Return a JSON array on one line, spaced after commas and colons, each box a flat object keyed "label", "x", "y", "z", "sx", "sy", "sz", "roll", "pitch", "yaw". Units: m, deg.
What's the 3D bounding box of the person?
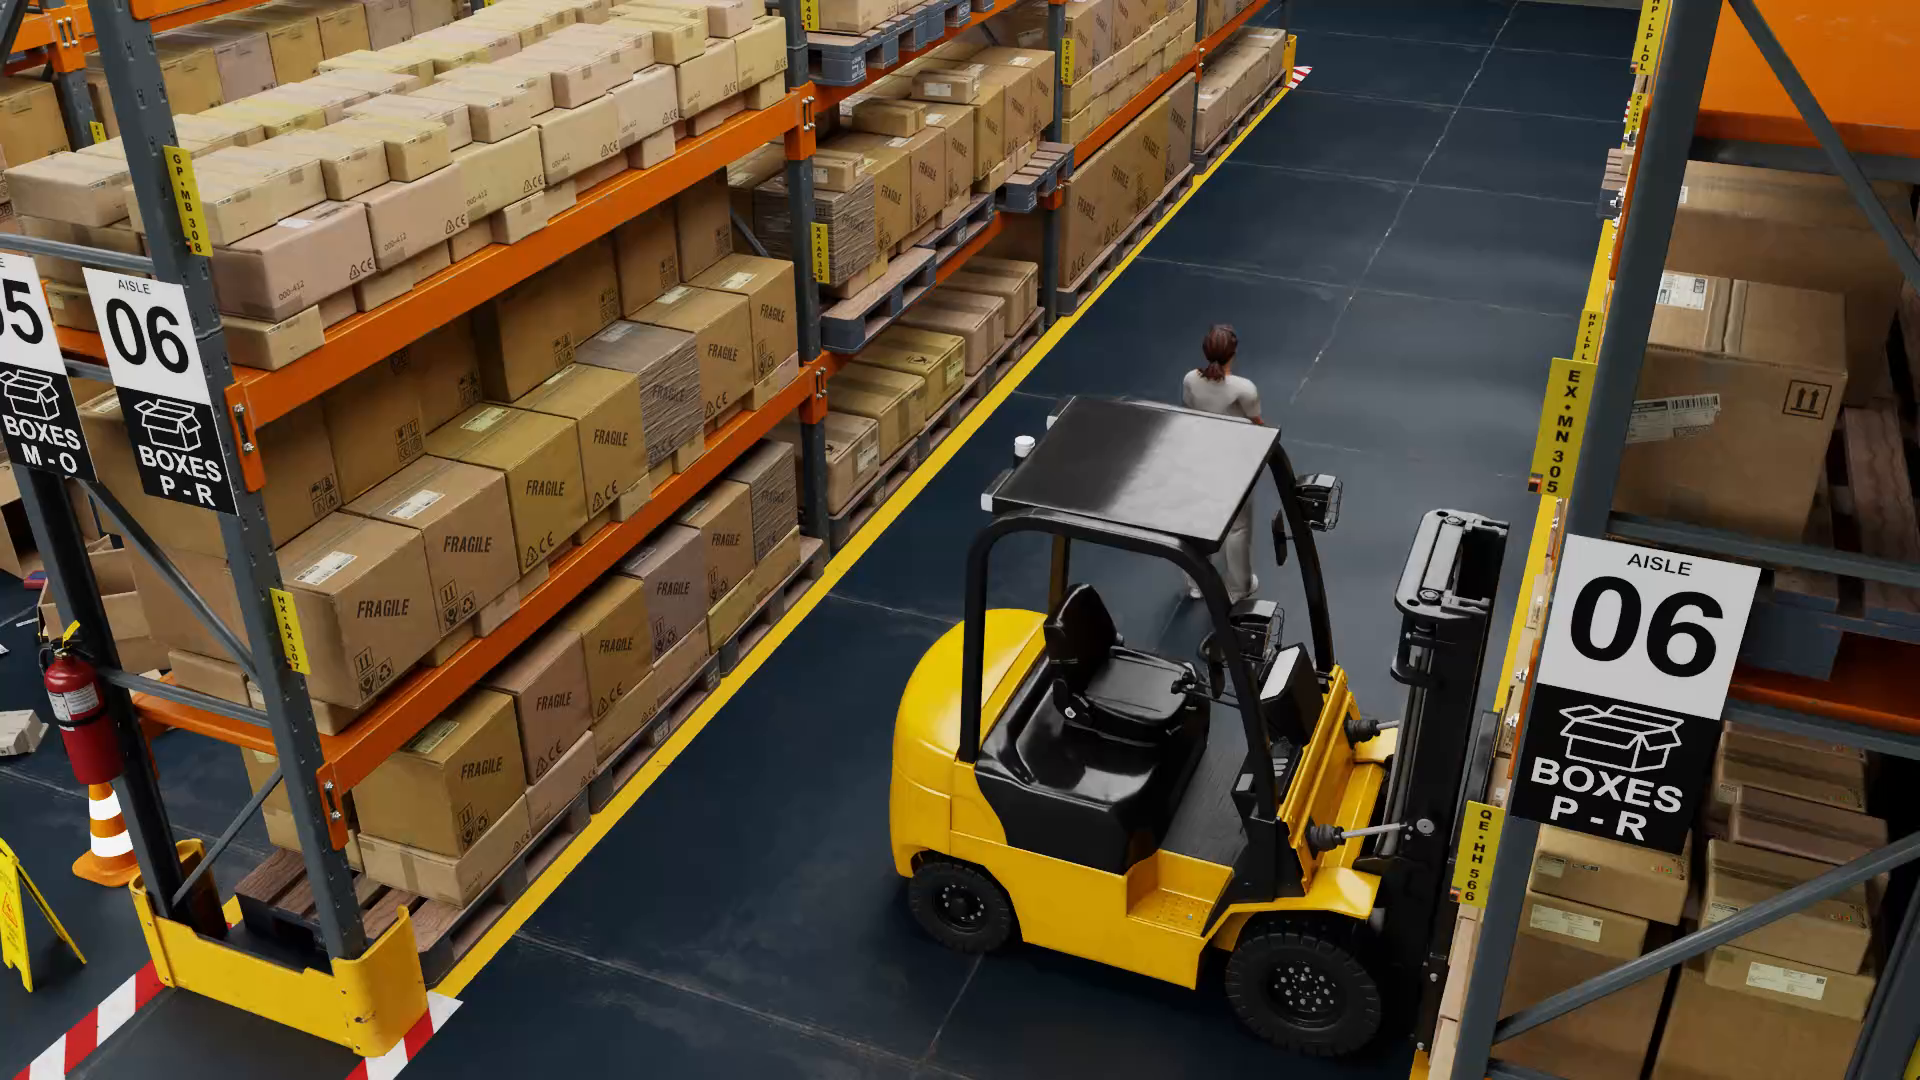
[{"label": "person", "x": 1.449, "y": -0.437, "z": 9.158, "sx": 0.464, "sy": 1.675, "sz": 0.525, "roll": 18, "pitch": 35, "yaw": 29}]
